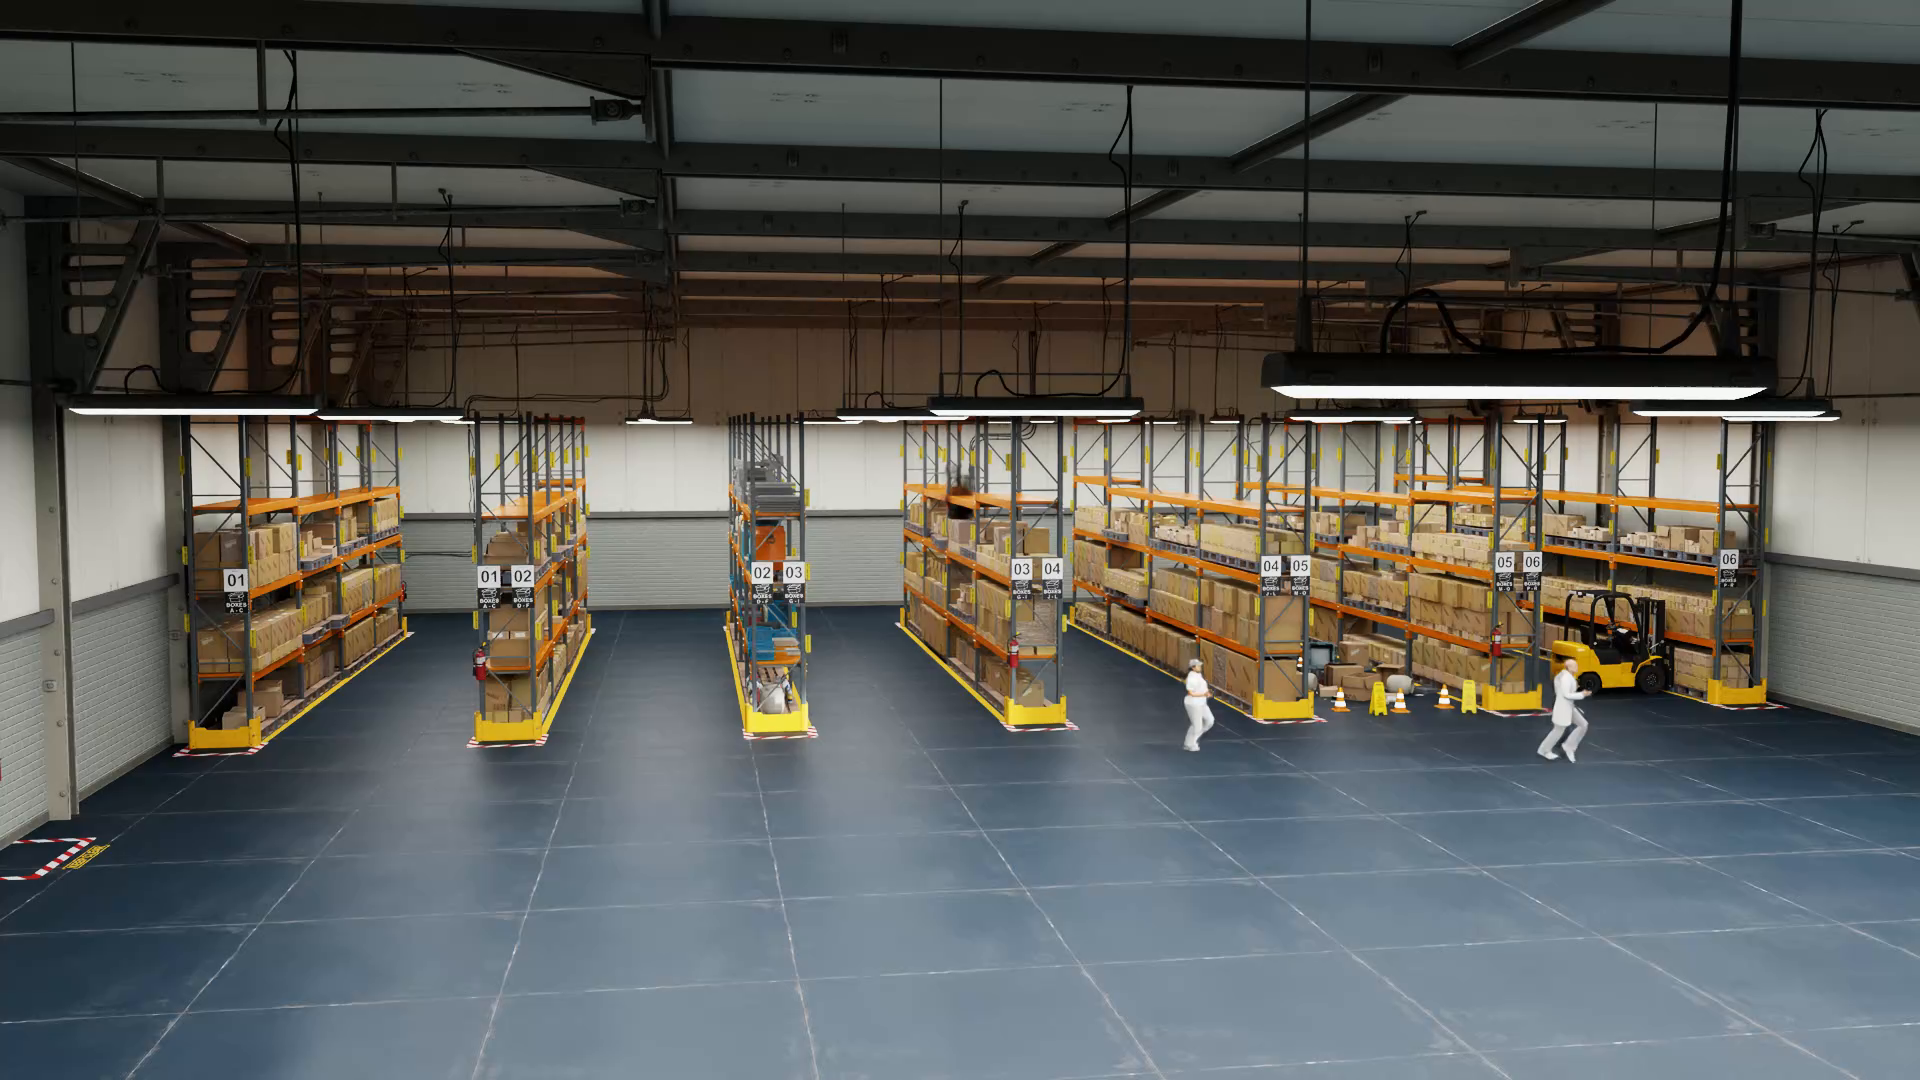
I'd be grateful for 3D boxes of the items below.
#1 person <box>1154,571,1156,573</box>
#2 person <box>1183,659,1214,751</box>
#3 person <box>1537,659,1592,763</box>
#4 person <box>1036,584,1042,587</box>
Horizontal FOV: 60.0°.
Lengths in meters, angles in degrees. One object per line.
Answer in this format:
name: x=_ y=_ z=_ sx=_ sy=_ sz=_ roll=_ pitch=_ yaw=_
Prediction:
person: x=5.489 y=1.695 z=46.677 sx=0.567 sy=1.649 sz=0.968 roll=-1 pitch=4 yaw=-13
person: x=4.224 y=2.906 z=29.333 sx=0.565 sy=1.632 sz=0.592 roll=2 pitch=4 yaw=26
person: x=10.324 y=2.911 z=28.372 sx=0.893 sy=1.781 sz=0.751 roll=2 pitch=5 yaw=32
person: x=2.145 y=1.654 z=47.620 sx=0.802 sy=1.661 sz=0.585 roll=1 pitch=4 yaw=11
